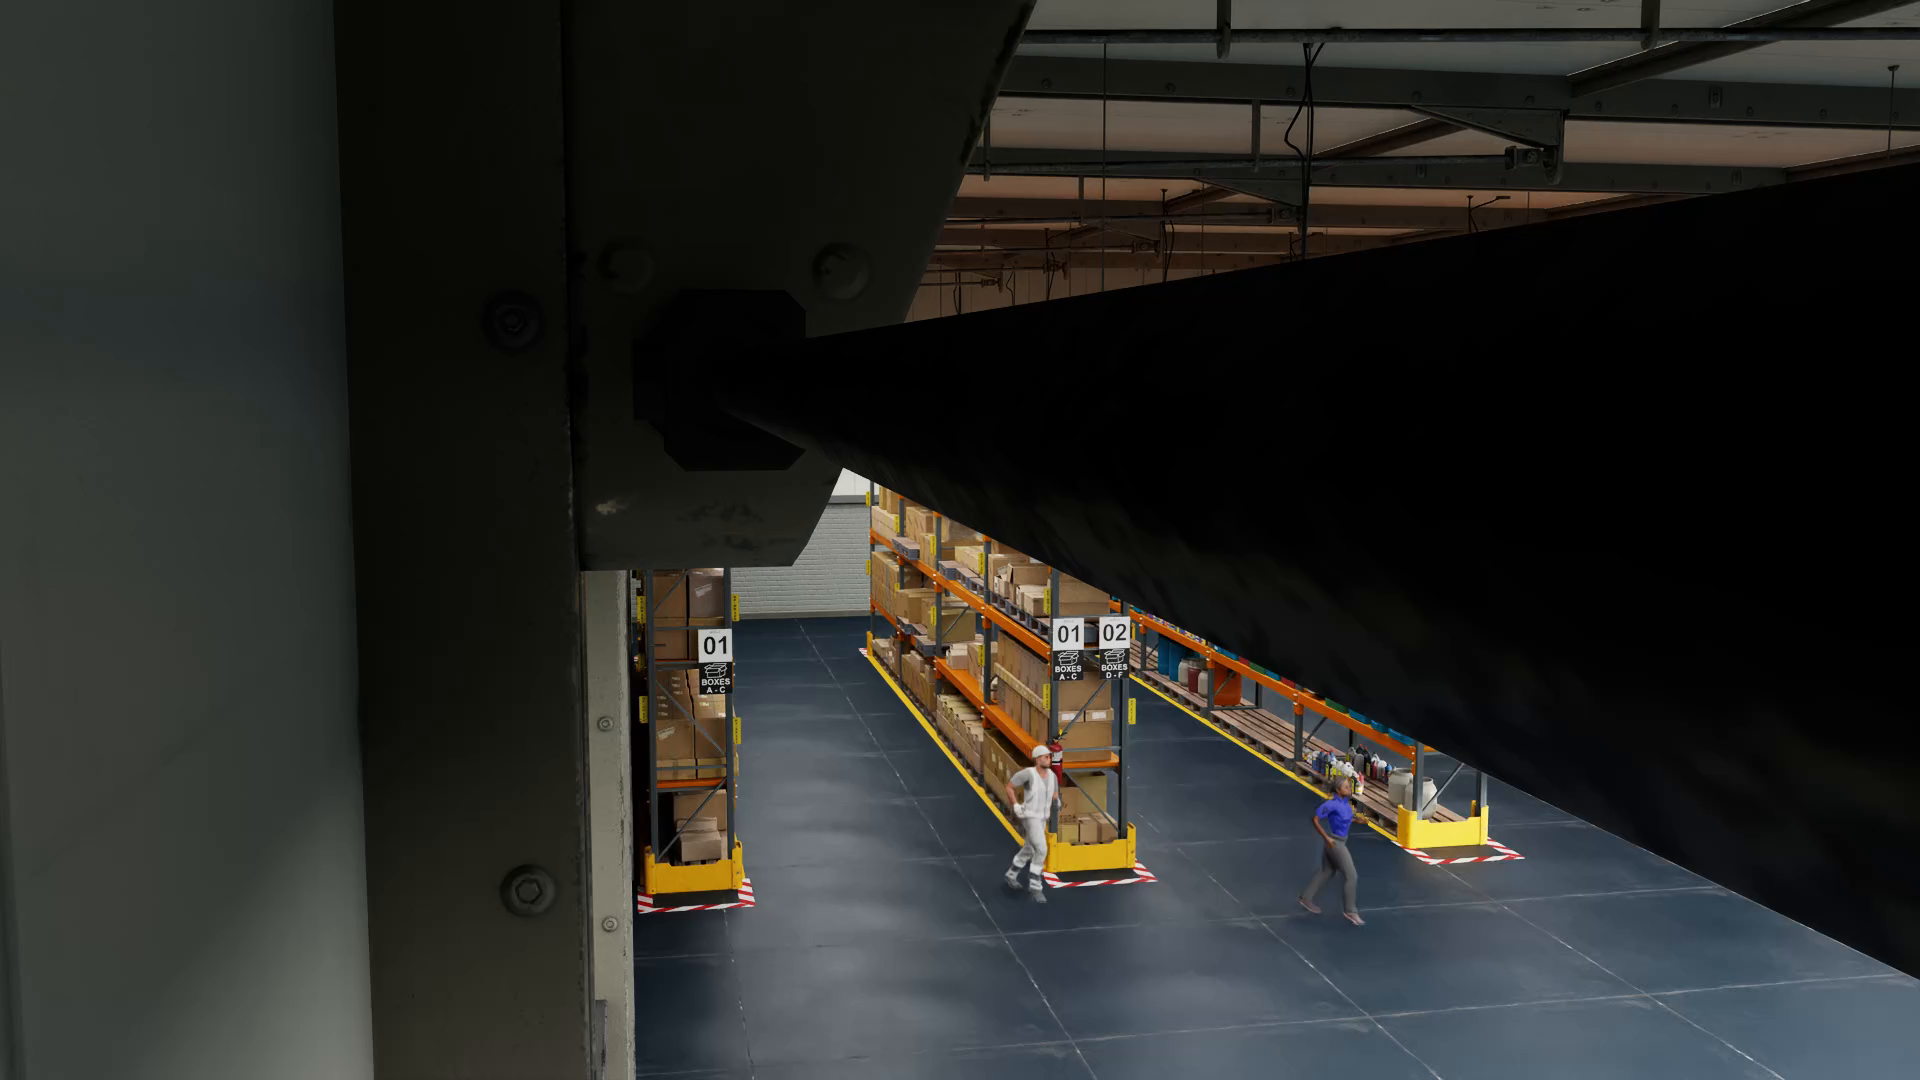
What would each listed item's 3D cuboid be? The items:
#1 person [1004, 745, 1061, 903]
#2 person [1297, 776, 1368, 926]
[{"bbox_3d":[0.911,3.373,20.005,0.727,1.821,0.655,5,8,40],"label":"person"},{"bbox_3d":[4.274,3.534,19.032,0.792,1.713,0.553,2,6,18],"label":"person"}]
